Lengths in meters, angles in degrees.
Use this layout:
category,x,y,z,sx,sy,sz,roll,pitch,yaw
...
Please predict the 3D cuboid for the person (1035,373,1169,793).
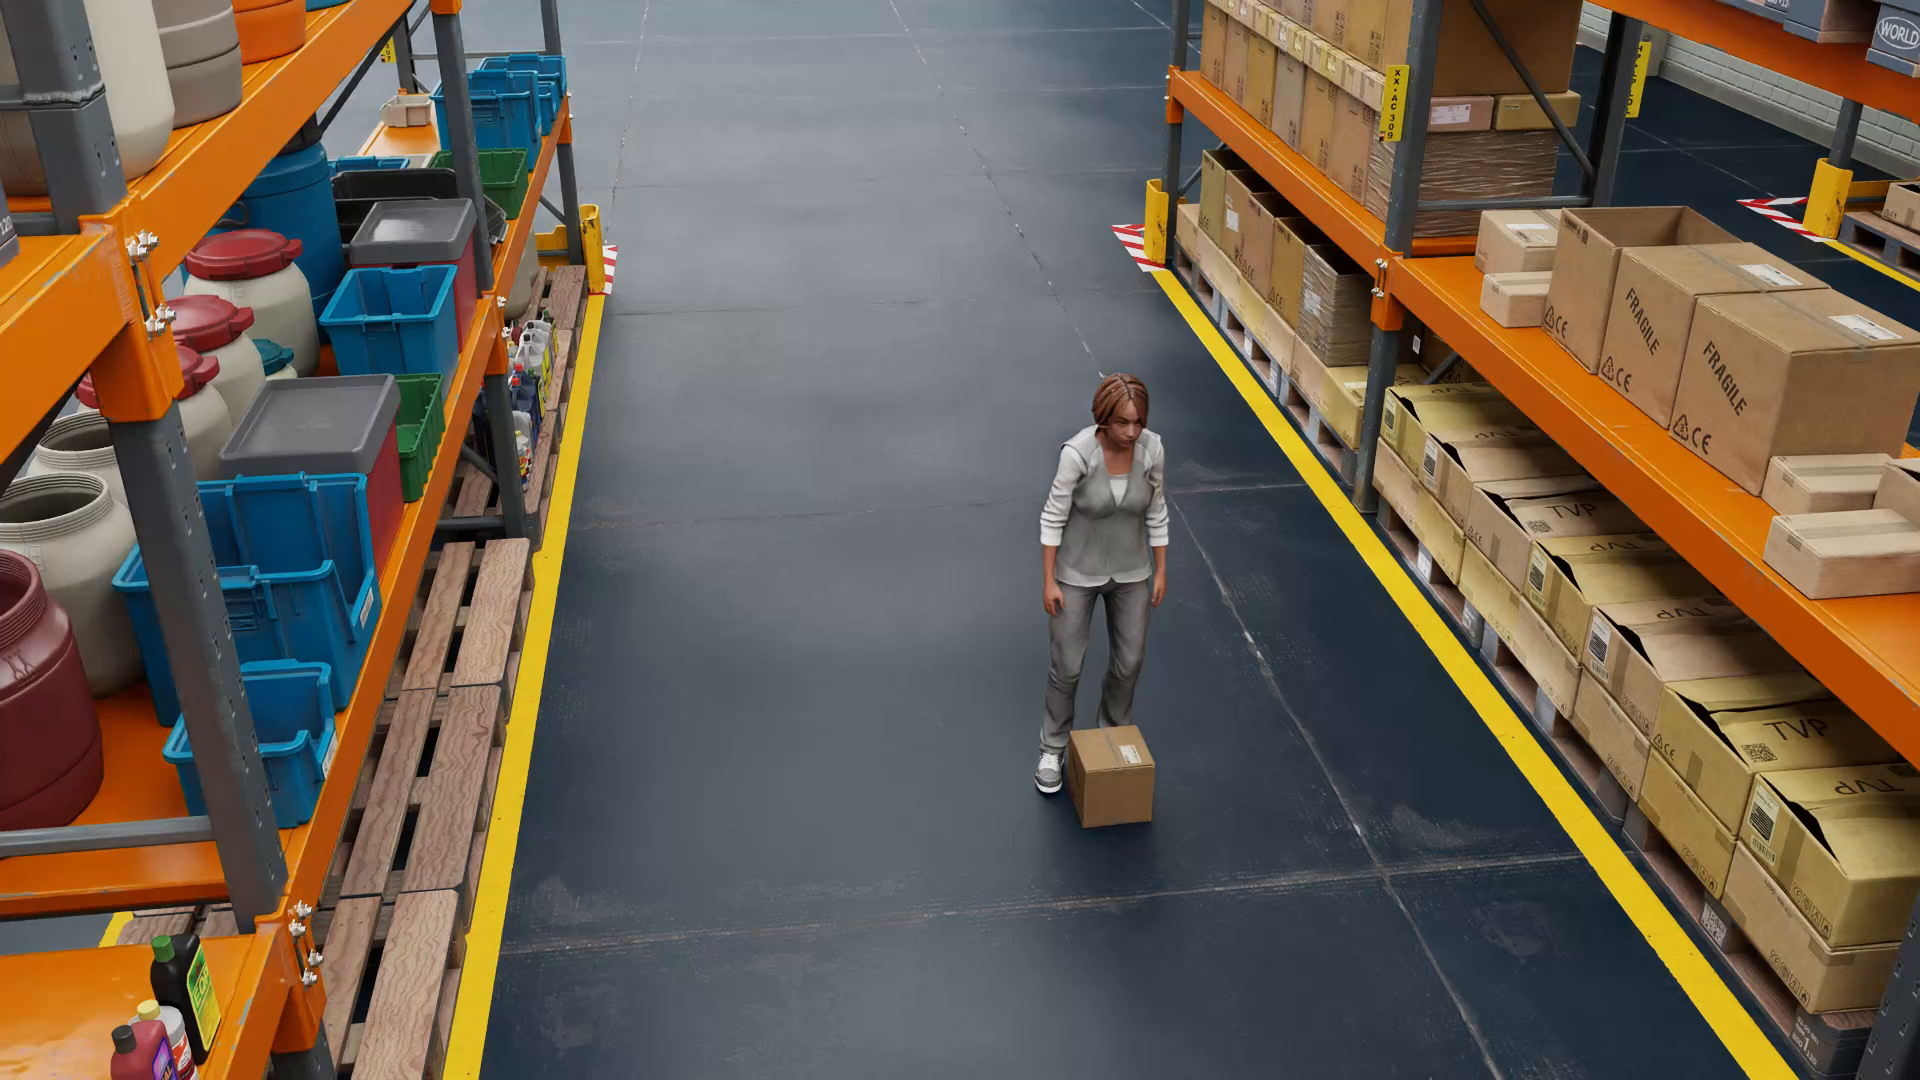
category,x,y,z,sx,sy,sz,roll,pitch,yaw
person,0.500,0.143,5.857,0.484,1.593,0.346,-5,28,-10
